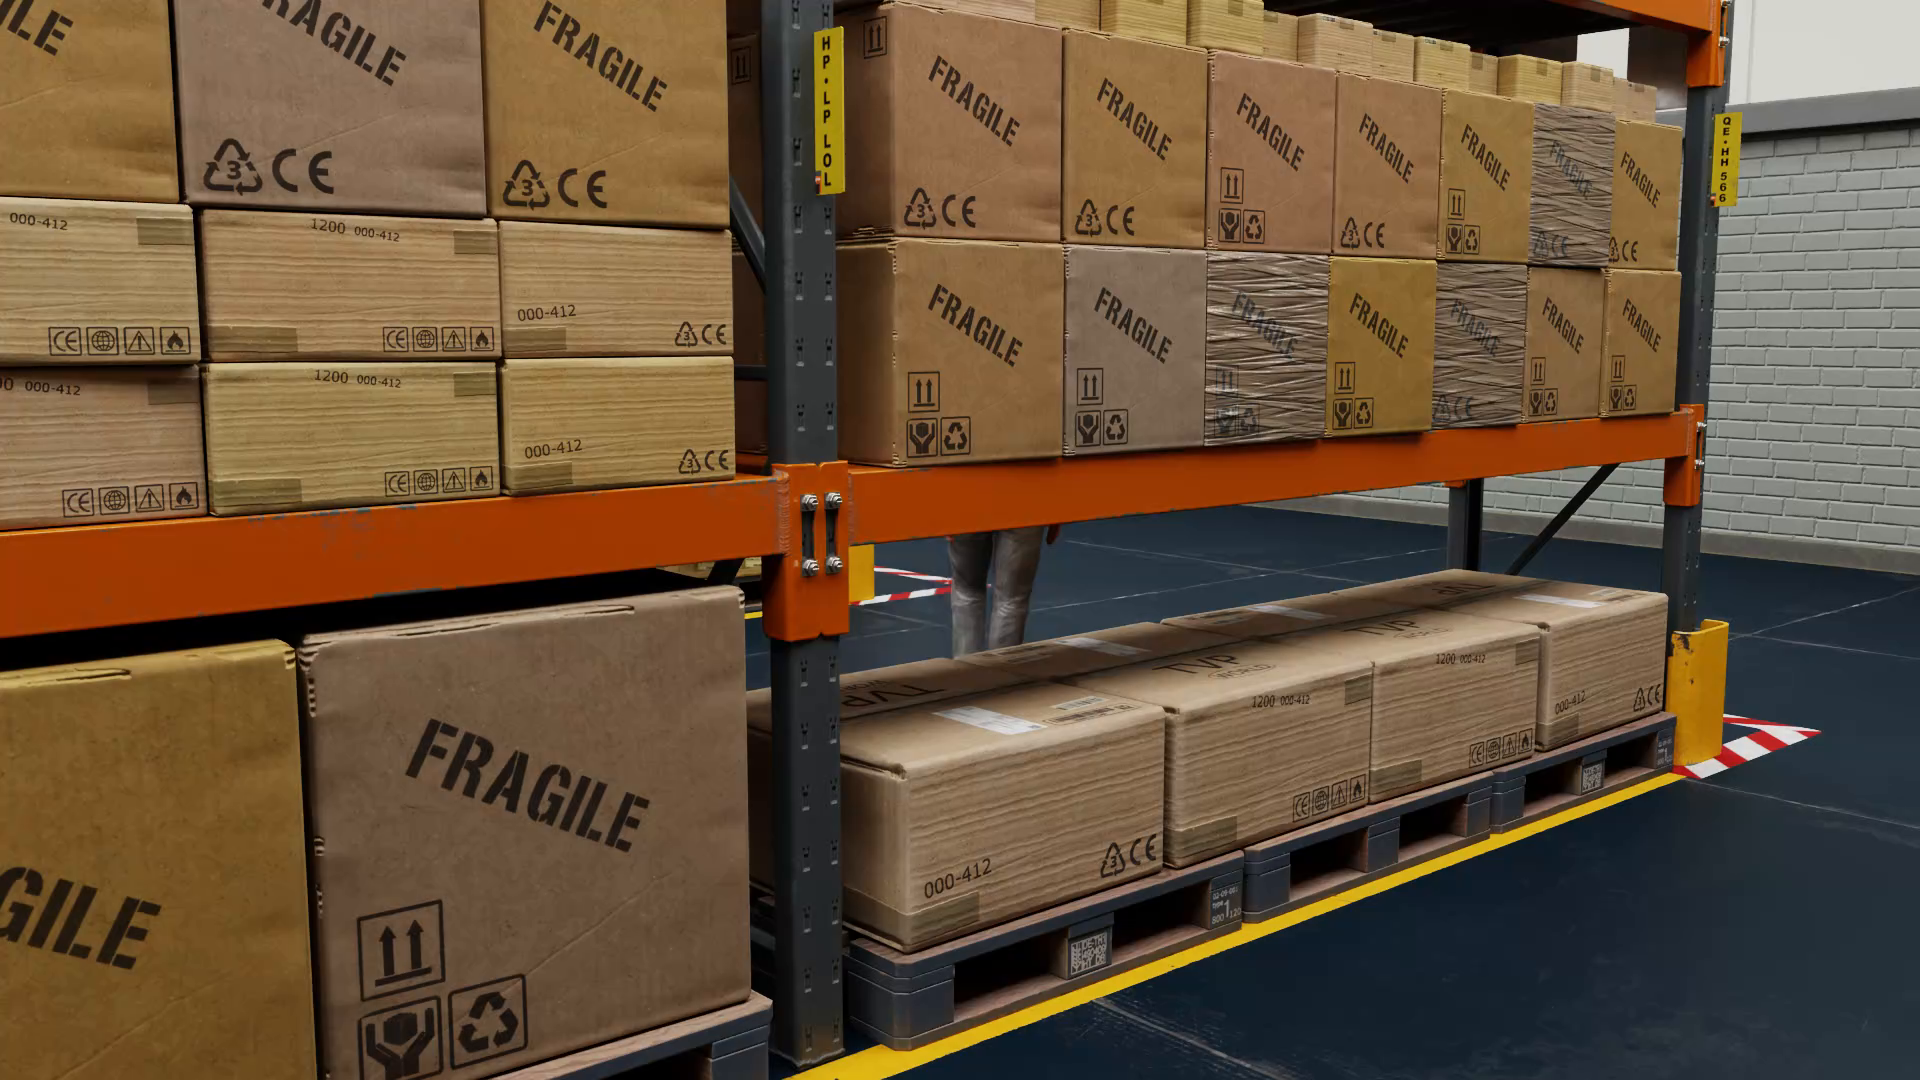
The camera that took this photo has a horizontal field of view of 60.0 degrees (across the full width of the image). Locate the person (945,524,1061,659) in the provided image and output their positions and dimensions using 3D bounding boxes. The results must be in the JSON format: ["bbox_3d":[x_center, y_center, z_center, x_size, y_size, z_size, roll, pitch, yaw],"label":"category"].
[{"bbox_3d":[0.165,-0.136,6.692,0.542,1.797,0.514,1,7,7],"label":"person"}]
